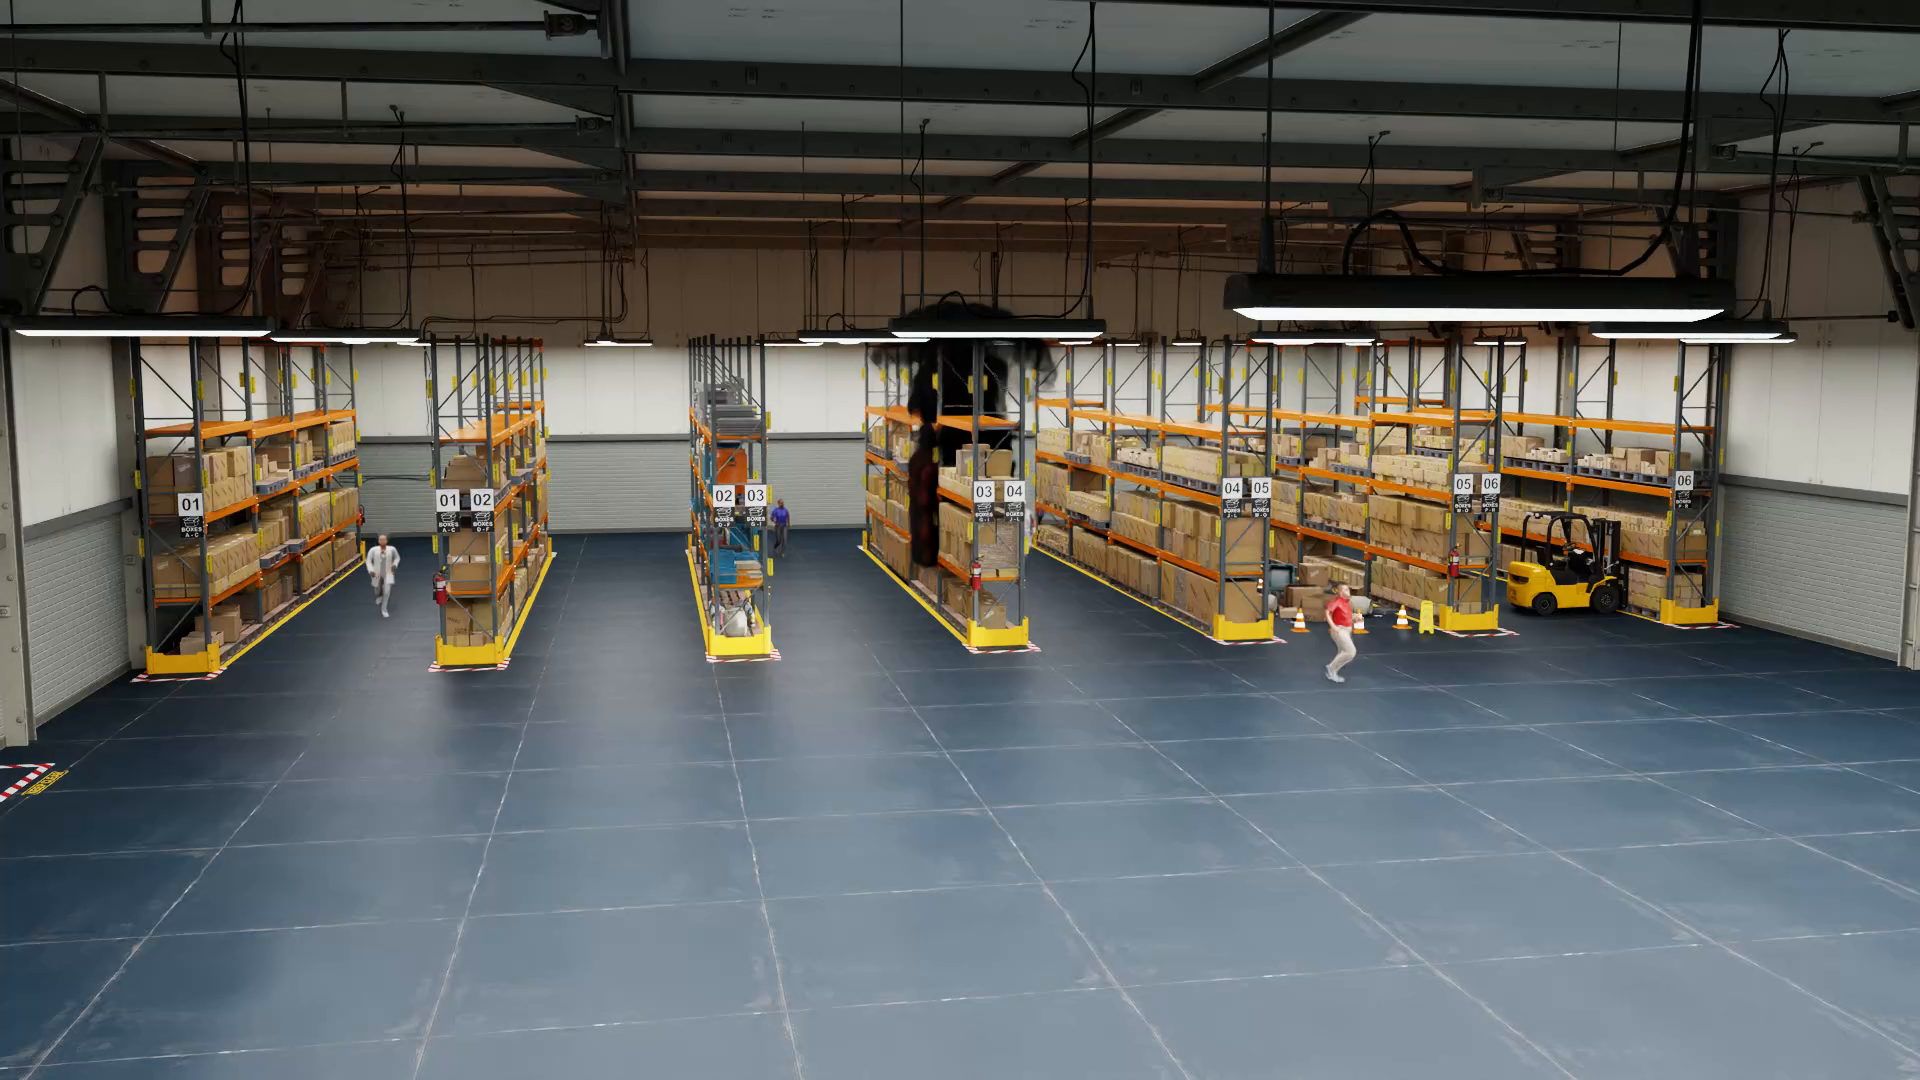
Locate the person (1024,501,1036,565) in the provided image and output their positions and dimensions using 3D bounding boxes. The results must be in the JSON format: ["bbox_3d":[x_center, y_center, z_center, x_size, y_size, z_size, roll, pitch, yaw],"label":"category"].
[{"bbox_3d":[1.681,-0.213,44.276,0.702,1.742,0.637,-1,7,-6],"label":"person"}]

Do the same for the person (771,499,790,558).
[{"bbox_3d":[-4.933,-0.324,45.815,0.572,1.609,0.623,-3,7,-25],"label":"person"}]

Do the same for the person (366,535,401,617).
[{"bbox_3d":[-12.478,0.760,36.012,0.712,1.738,0.865,-2,7,-16],"label":"person"}]

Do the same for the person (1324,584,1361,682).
[{"bbox_3d":[6.584,1.601,28.568,0.564,1.694,0.685,4,8,31],"label":"person"}]

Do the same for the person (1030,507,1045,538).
[{"bbox_3d":[2.350,-0.773,50.006,0.728,1.550,0.656,1,7,5],"label":"person"}]
